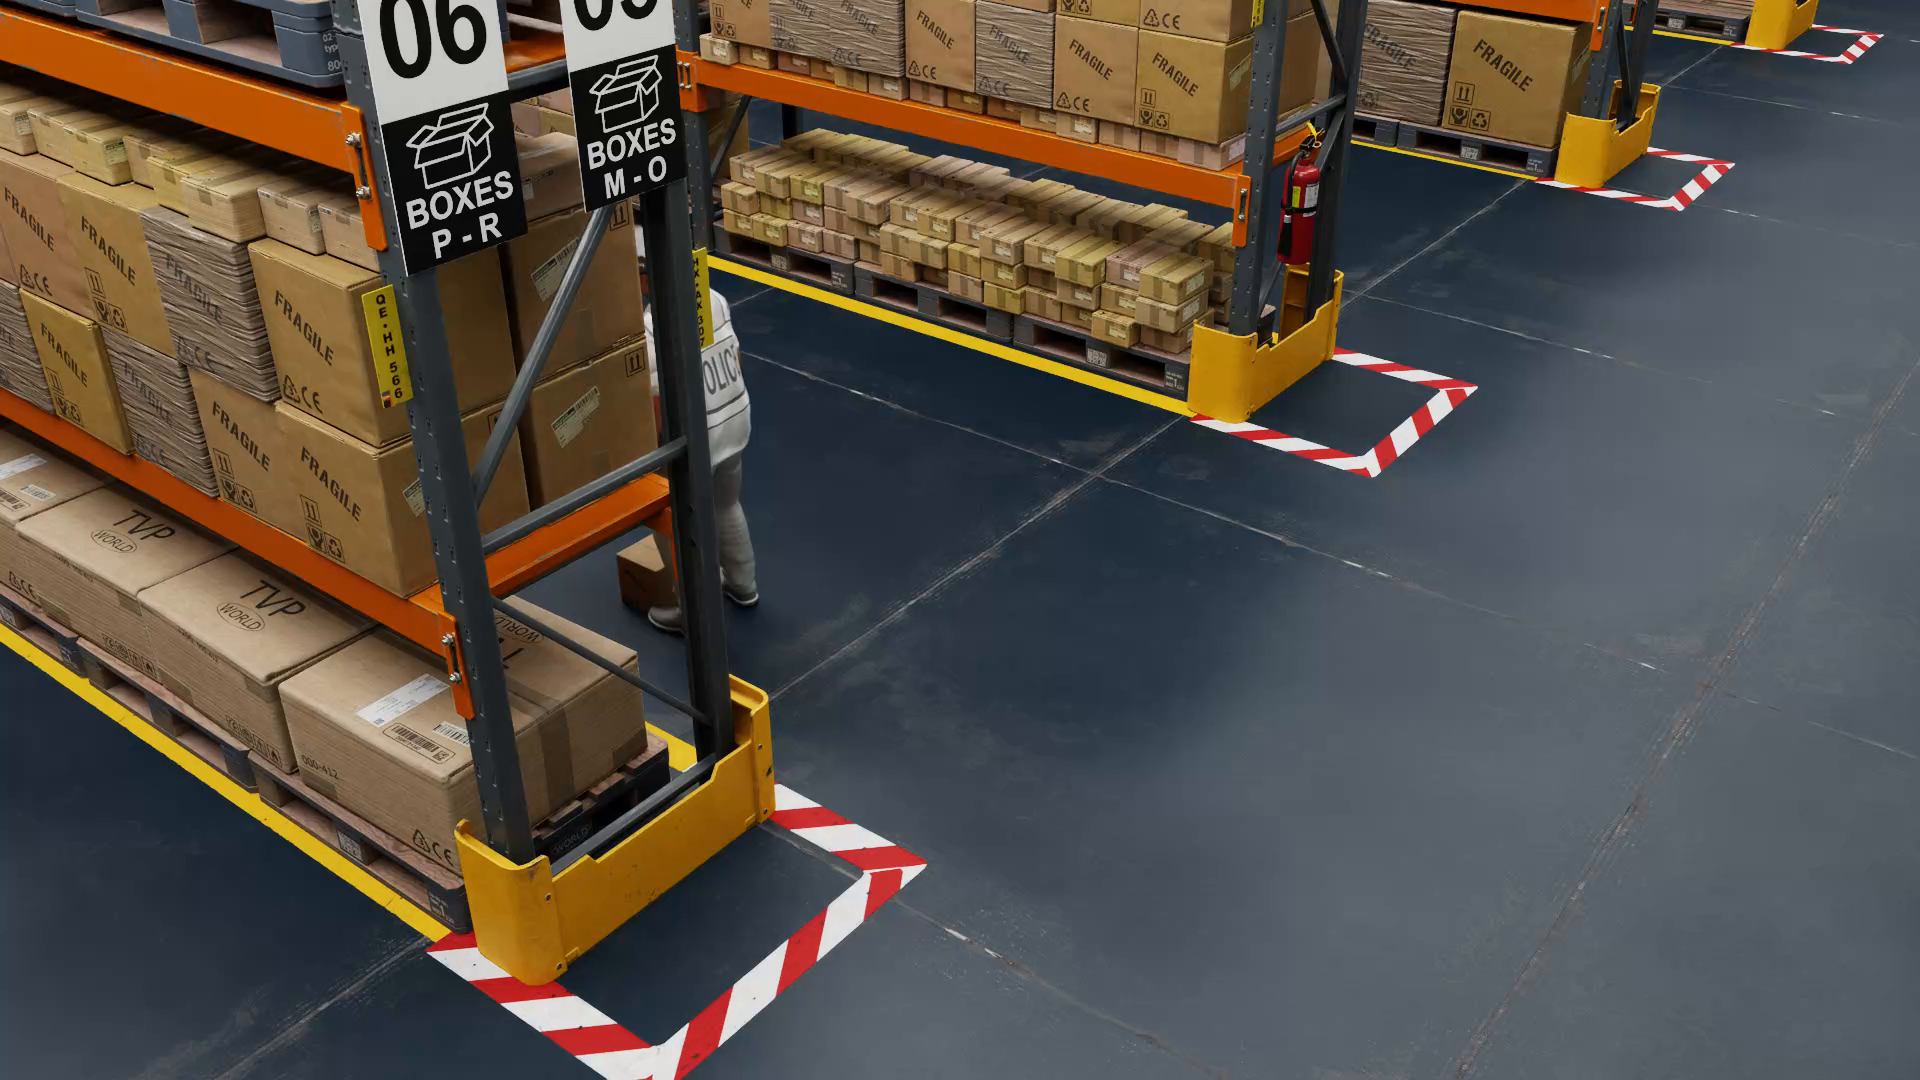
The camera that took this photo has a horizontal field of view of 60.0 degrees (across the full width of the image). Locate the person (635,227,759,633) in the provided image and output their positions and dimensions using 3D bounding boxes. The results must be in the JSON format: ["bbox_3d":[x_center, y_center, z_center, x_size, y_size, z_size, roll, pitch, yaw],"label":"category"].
[{"bbox_3d":[-1.094,-0.416,6.823,0.433,1.750,0.608,19,36,29],"label":"person"}]
